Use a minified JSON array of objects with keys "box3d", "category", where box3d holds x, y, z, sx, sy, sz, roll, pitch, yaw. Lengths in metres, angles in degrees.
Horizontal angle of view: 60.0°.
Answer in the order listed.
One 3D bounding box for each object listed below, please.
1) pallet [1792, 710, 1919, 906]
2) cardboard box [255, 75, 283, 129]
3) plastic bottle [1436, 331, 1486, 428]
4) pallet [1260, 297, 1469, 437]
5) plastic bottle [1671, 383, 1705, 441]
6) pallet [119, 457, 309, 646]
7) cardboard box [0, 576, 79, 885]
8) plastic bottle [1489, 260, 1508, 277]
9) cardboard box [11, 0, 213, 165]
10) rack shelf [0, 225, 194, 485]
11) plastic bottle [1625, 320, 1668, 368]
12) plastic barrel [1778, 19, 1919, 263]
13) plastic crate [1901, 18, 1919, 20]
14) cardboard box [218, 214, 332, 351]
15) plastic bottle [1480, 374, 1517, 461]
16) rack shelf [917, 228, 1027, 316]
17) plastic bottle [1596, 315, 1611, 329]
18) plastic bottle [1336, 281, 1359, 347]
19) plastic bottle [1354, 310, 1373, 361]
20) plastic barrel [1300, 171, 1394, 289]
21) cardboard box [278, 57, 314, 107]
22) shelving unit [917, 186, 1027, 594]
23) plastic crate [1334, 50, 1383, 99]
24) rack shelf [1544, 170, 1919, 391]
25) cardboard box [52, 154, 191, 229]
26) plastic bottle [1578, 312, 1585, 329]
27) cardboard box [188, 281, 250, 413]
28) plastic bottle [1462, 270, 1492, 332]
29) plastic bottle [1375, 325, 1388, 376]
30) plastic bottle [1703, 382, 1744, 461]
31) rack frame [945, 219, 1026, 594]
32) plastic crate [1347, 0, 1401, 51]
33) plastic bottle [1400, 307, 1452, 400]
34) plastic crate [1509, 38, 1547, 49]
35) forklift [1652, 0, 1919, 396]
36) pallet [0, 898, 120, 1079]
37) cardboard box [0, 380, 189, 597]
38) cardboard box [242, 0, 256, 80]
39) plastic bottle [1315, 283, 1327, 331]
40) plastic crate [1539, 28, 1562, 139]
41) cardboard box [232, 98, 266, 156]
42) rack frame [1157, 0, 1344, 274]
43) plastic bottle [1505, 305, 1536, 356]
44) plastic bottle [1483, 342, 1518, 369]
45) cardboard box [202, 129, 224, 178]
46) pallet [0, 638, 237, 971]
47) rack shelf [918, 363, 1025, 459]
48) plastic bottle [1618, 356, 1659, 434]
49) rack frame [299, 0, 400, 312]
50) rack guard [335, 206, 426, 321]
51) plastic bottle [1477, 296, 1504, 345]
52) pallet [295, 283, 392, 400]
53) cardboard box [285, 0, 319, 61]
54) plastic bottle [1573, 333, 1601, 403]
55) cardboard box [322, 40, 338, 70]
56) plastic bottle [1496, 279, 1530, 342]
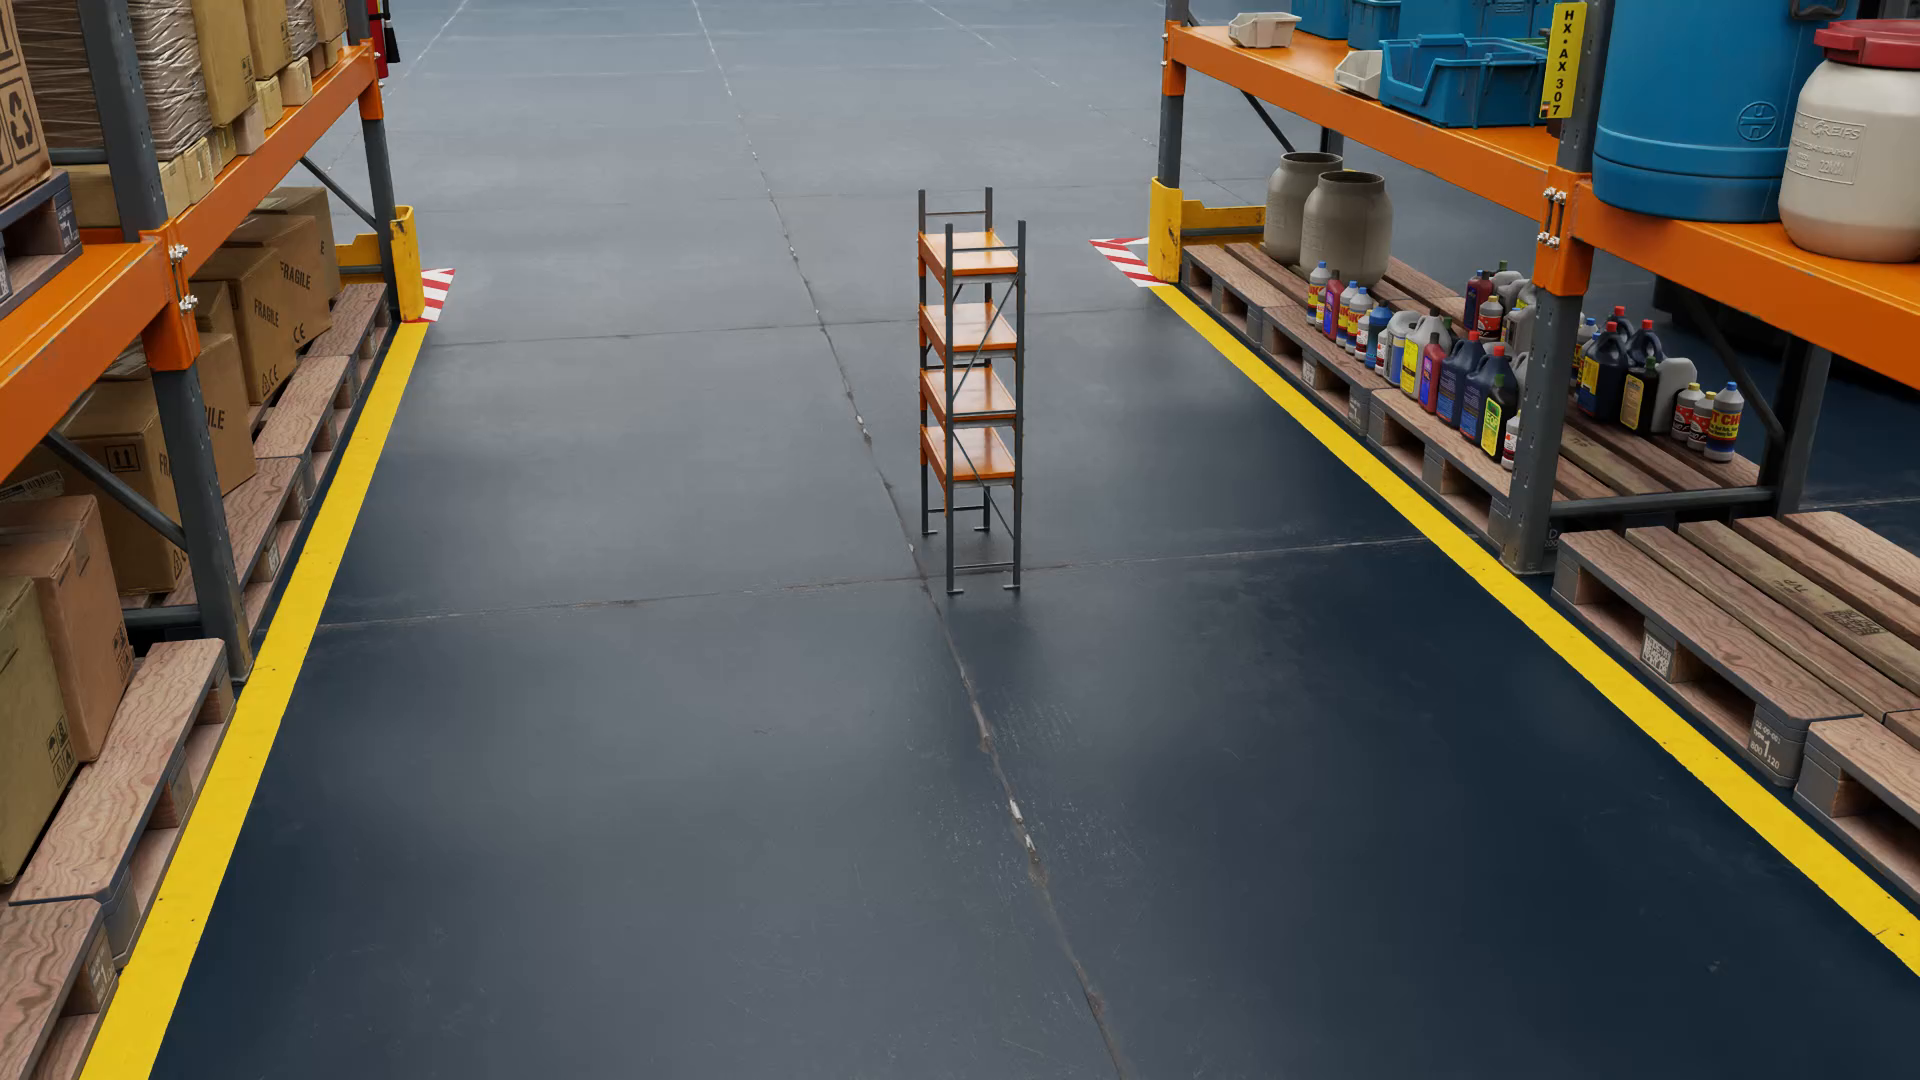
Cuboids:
[{"box3d":[2.720,0.754,3.760,1.003,0.211,1.213,-4,24,-10],"category":"pallet"},{"box3d":[-2.595,-1.525,5.807,0.380,0.149,0.250,-4,24,-10],"category":"cardboard box"},{"box3d":[1.869,-0.606,6.149,0.144,0.351,0.185,-6,24,-12],"category":"plastic bottle"},{"box3d":[1.995,-0.781,7.274,1.003,0.211,1.213,-4,24,-10],"category":"pallet"},{"box3d":[2.642,-0.468,6.020,0.097,0.201,0.097,0,24,0],"category":"plastic bottle"},{"box3d":[-2.719,0.072,5.321,1.003,0.211,1.213,-4,24,-10],"category":"pallet"},{"box3d":[-2.398,0.432,3.587,0.700,0.500,0.500,-4,24,-10],"category":"cardboard box"},{"box3d":[2.378,-1.106,7.379,0.061,0.283,0.133,-4,24,-8],"category":"plastic bottle"},{"box3d":[-2.583,-1.308,4.500,0.875,0.500,0.500,-4,24,-10],"category":"cardboard box"},{"box3d":[-2.190,0.172,2.507,1.077,0.370,4.000,-4,24,-10],"category":"rack shelf"},{"box3d":[2.566,-0.647,6.243,0.144,0.351,0.185,-4,24,-8],"category":"plastic bottle"},{"box3d":[2.269,-0.980,4.077,0.433,0.535,0.433,0,24,0],"category":"plastic barrel"},{"box3d":[2.698,-1.172,4.606,0.402,0.464,0.583,-4,24,-10],"category":"plastic crate"},{"box3d":[-3.057,-1.085,7.085,0.500,0.500,0.500,2,24,4],"category":"cardboard box"},{"box3d":[1.894,-0.432,5.836,0.061,0.283,0.133,-3,24,-7],"category":"plastic bottle"},{"box3d":[0.031,-0.845,5.203,0.258,0.148,0.480,-4,24,-10],"category":"rack shelf"},{"box3d":[2.541,-0.758,6.582,0.061,0.283,0.133,-3,24,-7],"category":"plastic bottle"},{"box3d":[1.660,-0.964,7.069,0.097,0.271,0.097,0,24,0],"category":"plastic bottle"},{"box3d":[1.697,-0.854,6.904,0.097,0.201,0.097,0,24,0],"category":"plastic bottle"},{"box3d":[1.857,-1.486,7.988,0.421,0.512,0.421,0,24,0],"category":"plastic barrel"},{"box3d":[-2.664,-1.723,6.262,0.380,0.149,0.250,-4,24,-10],"category":"cardboard box"},{"box3d":[0.031,-0.485,5.361,0.258,1.200,0.503,-4,24,-10],"category":"shelving unit"},{"box3d":[1.758,-1.810,6.475,0.530,0.136,0.437,-4,24,-10],"category":"plastic crate"},{"box3d":[2.677,-0.194,3.346,1.077,0.370,4.000,-4,24,-10],"category":"rack shelf"},{"box3d":[-2.304,-0.936,4.459,0.380,0.149,0.250,-4,24,-10],"category":"cardboard box"},{"box3d":[2.452,-0.888,6.795,0.144,0.351,0.185,-4,24,-10],"category":"plastic bottle"},{"box3d":[-2.900,-0.614,6.007,0.500,0.500,0.500,-6,24,-14],"category":"cardboard box"},{"box3d":[2.253,-1.042,7.231,0.061,0.283,0.133,-4,24,-10],"category":"plastic bottle"},{"box3d":[1.735,-0.773,6.719,0.097,0.201,0.097,0,24,0],"category":"plastic bottle"},{"box3d":[2.679,-0.420,5.822,0.097,0.271,0.097,0,24,0],"category":"plastic bottle"},{"box3d":[0.076,-0.389,5.141,0.240,1.200,0.015,-4,24,-10],"category":"rack frame"},{"box3d":[2.069,-2.385,7.649,0.499,0.251,0.408,-4,24,-10],"category":"plastic crate"},{"box3d":[1.810,-0.733,6.440,0.144,0.351,0.185,-4,24,-10],"category":"plastic bottle"},{"box3d":[2.334,-1.768,6.316,0.450,0.188,0.662,-4,24,-10],"category":"plastic crate"},{"box3d":[4.554,-2.005,6.679,1.130,2.935,3.031,-12,26,-25],"category":"forklift"},{"box3d":[-2.186,1.121,2.920,1.003,0.211,1.213,-4,24,-10],"category":"pallet"},{"box3d":[-2.595,-0.151,4.947,0.500,0.500,0.500,-5,24,-11],"category":"cardboard box"},{"box3d":[-2.832,-1.696,5.390,0.875,0.500,0.500,-4,24,-10],"category":"cardboard box"},{"box3d":[1.616,-1.026,7.299,0.097,0.201,0.097,0,24,0],"category":"plastic bottle"},{"box3d":[2.336,-1.498,5.509,0.767,0.338,0.504,-4,24,-10],"category":"plastic crate"},{"box3d":[-2.473,-1.330,5.362,0.380,0.149,0.250,-4,24,-10],"category":"cardboard box"},{"box3d":[1.568,-2.884,8.606,1.000,3.000,0.127,-4,24,-10],"category":"rack frame"},{"box3d":[2.311,-0.833,6.763,0.152,0.276,0.135,-4,24,-10],"category":"plastic bottle"},{"box3d":[2.010,-0.592,6.212,0.152,0.276,0.135,-4,24,-10],"category":"plastic bottle"},{"box3d":[-2.411,-1.131,4.907,0.380,0.149,0.250,-4,24,-10],"category":"cardboard box"},{"box3d":[-2.415,0.640,4.021,1.003,0.211,1.213,-4,24,-10],"category":"pallet"},{"box3d":[0.031,-0.423,5.388,0.258,0.148,0.480,-4,24,-10],"category":"rack shelf"},{"box3d":[2.488,-0.542,6.088,0.061,0.283,0.133,-4,24,-10],"category":"plastic bottle"},{"box3d":[-3.300,-2.517,7.766,1.000,3.000,0.127,-4,24,-10],"category":"rack frame"},{"box3d":[-3.286,-1.342,8.198,1.175,0.500,0.348,-4,24,-10],"category":"rack guard"},{"box3d":[2.264,-0.941,7.103,0.097,0.201,0.097,0,24,0],"category":"plastic bottle"},{"box3d":[-3.170,-0.887,7.518,1.003,0.211,1.213,-4,24,-10],"category":"pallet"},{"box3d":[-2.965,-2.094,6.299,0.875,0.500,0.500,-4,24,-10],"category":"cardboard box"},{"box3d":[2.420,-0.658,6.369,0.097,0.271,0.097,0,24,0],"category":"plastic bottle"},{"box3d":[-2.902,-2.113,7.153,0.380,0.149,0.250,-4,24,-10],"category":"cardboard box"},{"box3d":[2.383,-0.992,7.126,0.152,0.276,0.135,-5,24,-11],"category":"plastic bottle"}]
